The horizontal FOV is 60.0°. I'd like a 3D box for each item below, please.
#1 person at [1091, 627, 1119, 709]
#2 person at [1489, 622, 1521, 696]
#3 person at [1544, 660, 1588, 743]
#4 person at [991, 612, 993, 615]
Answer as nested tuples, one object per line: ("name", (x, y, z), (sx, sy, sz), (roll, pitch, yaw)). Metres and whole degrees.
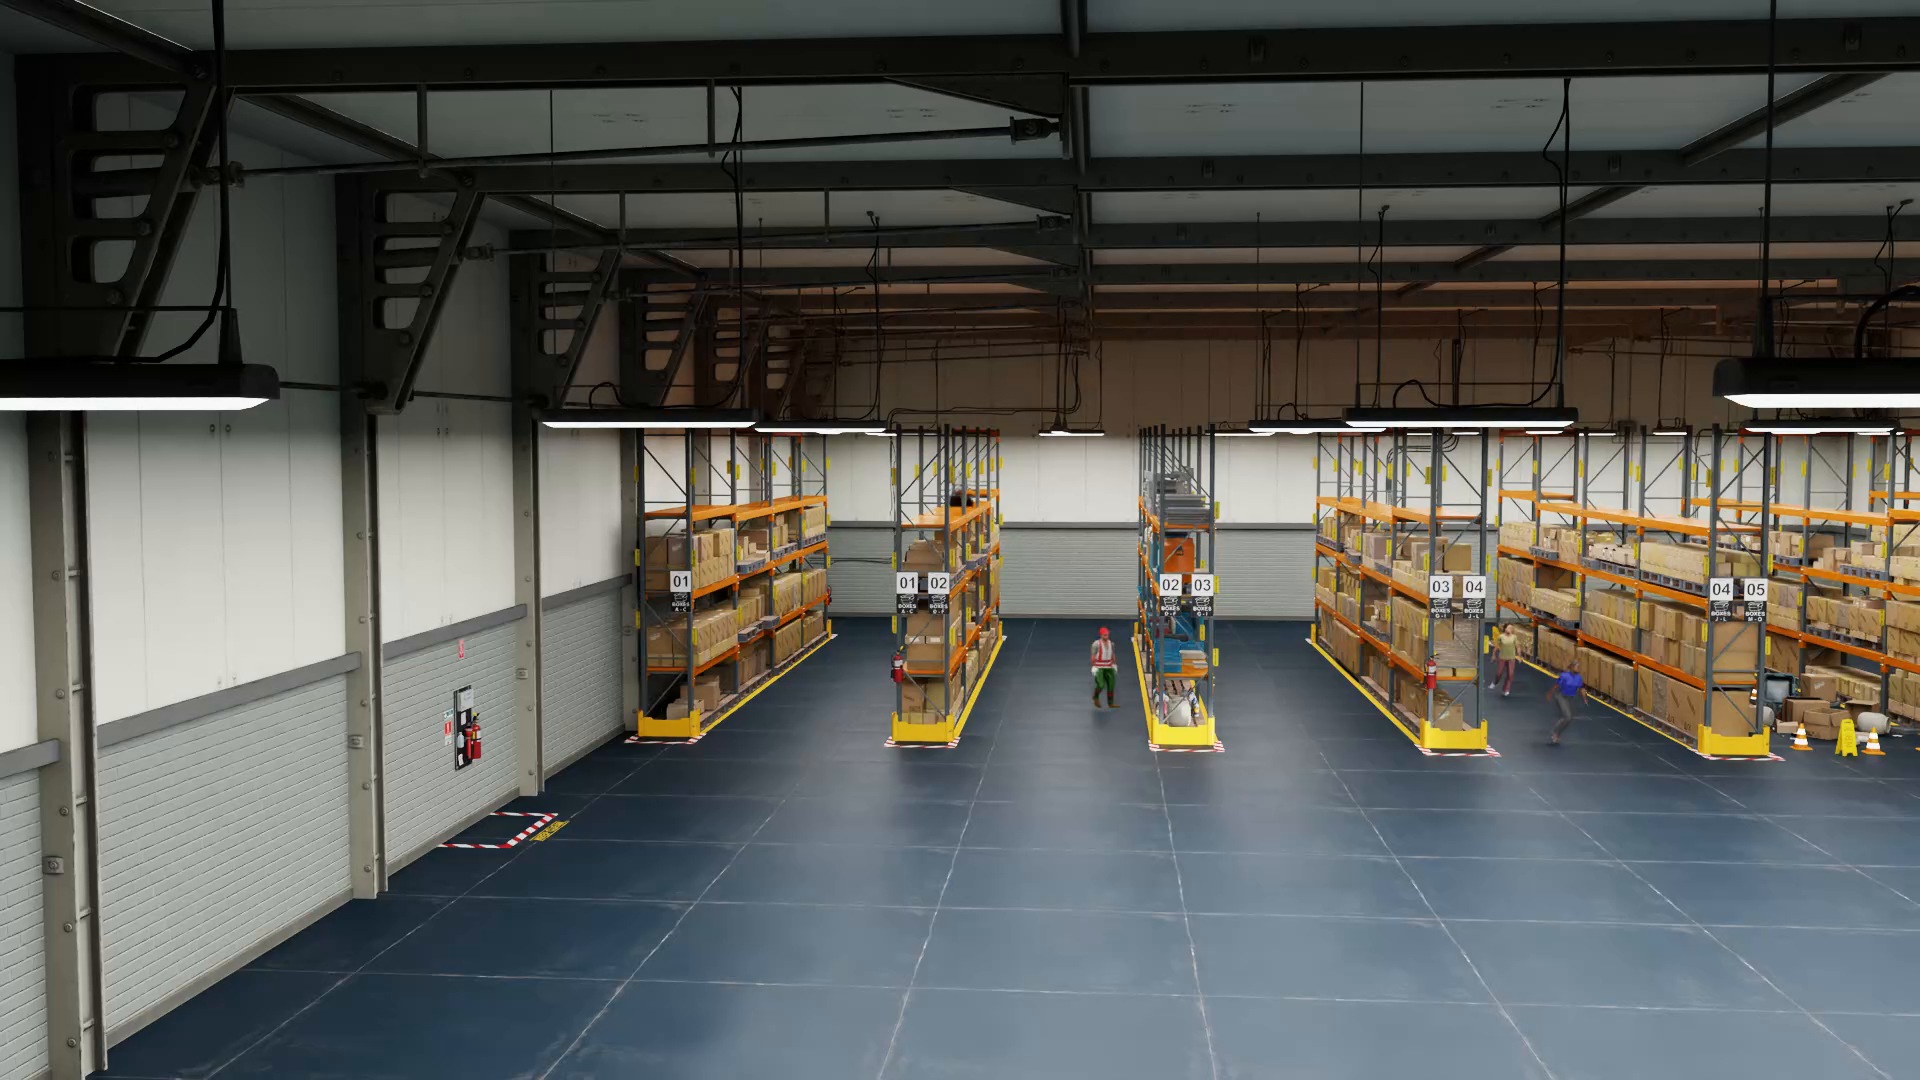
("person", (3.070, 2.706, 35.152), (0.643, 1.758, 0.506), (-2, 4, -24))
("person", (12.182, 2.640, 37.162), (0.622, 1.637, 0.621), (1, 4, 11))
("person", (11.366, 3.026, 31.114), (0.558, 1.599, 0.712), (-2, 4, -27))
("person", (0.737, 1.914, 48.446), (0.795, 1.748, 0.736), (1, 4, 13))
